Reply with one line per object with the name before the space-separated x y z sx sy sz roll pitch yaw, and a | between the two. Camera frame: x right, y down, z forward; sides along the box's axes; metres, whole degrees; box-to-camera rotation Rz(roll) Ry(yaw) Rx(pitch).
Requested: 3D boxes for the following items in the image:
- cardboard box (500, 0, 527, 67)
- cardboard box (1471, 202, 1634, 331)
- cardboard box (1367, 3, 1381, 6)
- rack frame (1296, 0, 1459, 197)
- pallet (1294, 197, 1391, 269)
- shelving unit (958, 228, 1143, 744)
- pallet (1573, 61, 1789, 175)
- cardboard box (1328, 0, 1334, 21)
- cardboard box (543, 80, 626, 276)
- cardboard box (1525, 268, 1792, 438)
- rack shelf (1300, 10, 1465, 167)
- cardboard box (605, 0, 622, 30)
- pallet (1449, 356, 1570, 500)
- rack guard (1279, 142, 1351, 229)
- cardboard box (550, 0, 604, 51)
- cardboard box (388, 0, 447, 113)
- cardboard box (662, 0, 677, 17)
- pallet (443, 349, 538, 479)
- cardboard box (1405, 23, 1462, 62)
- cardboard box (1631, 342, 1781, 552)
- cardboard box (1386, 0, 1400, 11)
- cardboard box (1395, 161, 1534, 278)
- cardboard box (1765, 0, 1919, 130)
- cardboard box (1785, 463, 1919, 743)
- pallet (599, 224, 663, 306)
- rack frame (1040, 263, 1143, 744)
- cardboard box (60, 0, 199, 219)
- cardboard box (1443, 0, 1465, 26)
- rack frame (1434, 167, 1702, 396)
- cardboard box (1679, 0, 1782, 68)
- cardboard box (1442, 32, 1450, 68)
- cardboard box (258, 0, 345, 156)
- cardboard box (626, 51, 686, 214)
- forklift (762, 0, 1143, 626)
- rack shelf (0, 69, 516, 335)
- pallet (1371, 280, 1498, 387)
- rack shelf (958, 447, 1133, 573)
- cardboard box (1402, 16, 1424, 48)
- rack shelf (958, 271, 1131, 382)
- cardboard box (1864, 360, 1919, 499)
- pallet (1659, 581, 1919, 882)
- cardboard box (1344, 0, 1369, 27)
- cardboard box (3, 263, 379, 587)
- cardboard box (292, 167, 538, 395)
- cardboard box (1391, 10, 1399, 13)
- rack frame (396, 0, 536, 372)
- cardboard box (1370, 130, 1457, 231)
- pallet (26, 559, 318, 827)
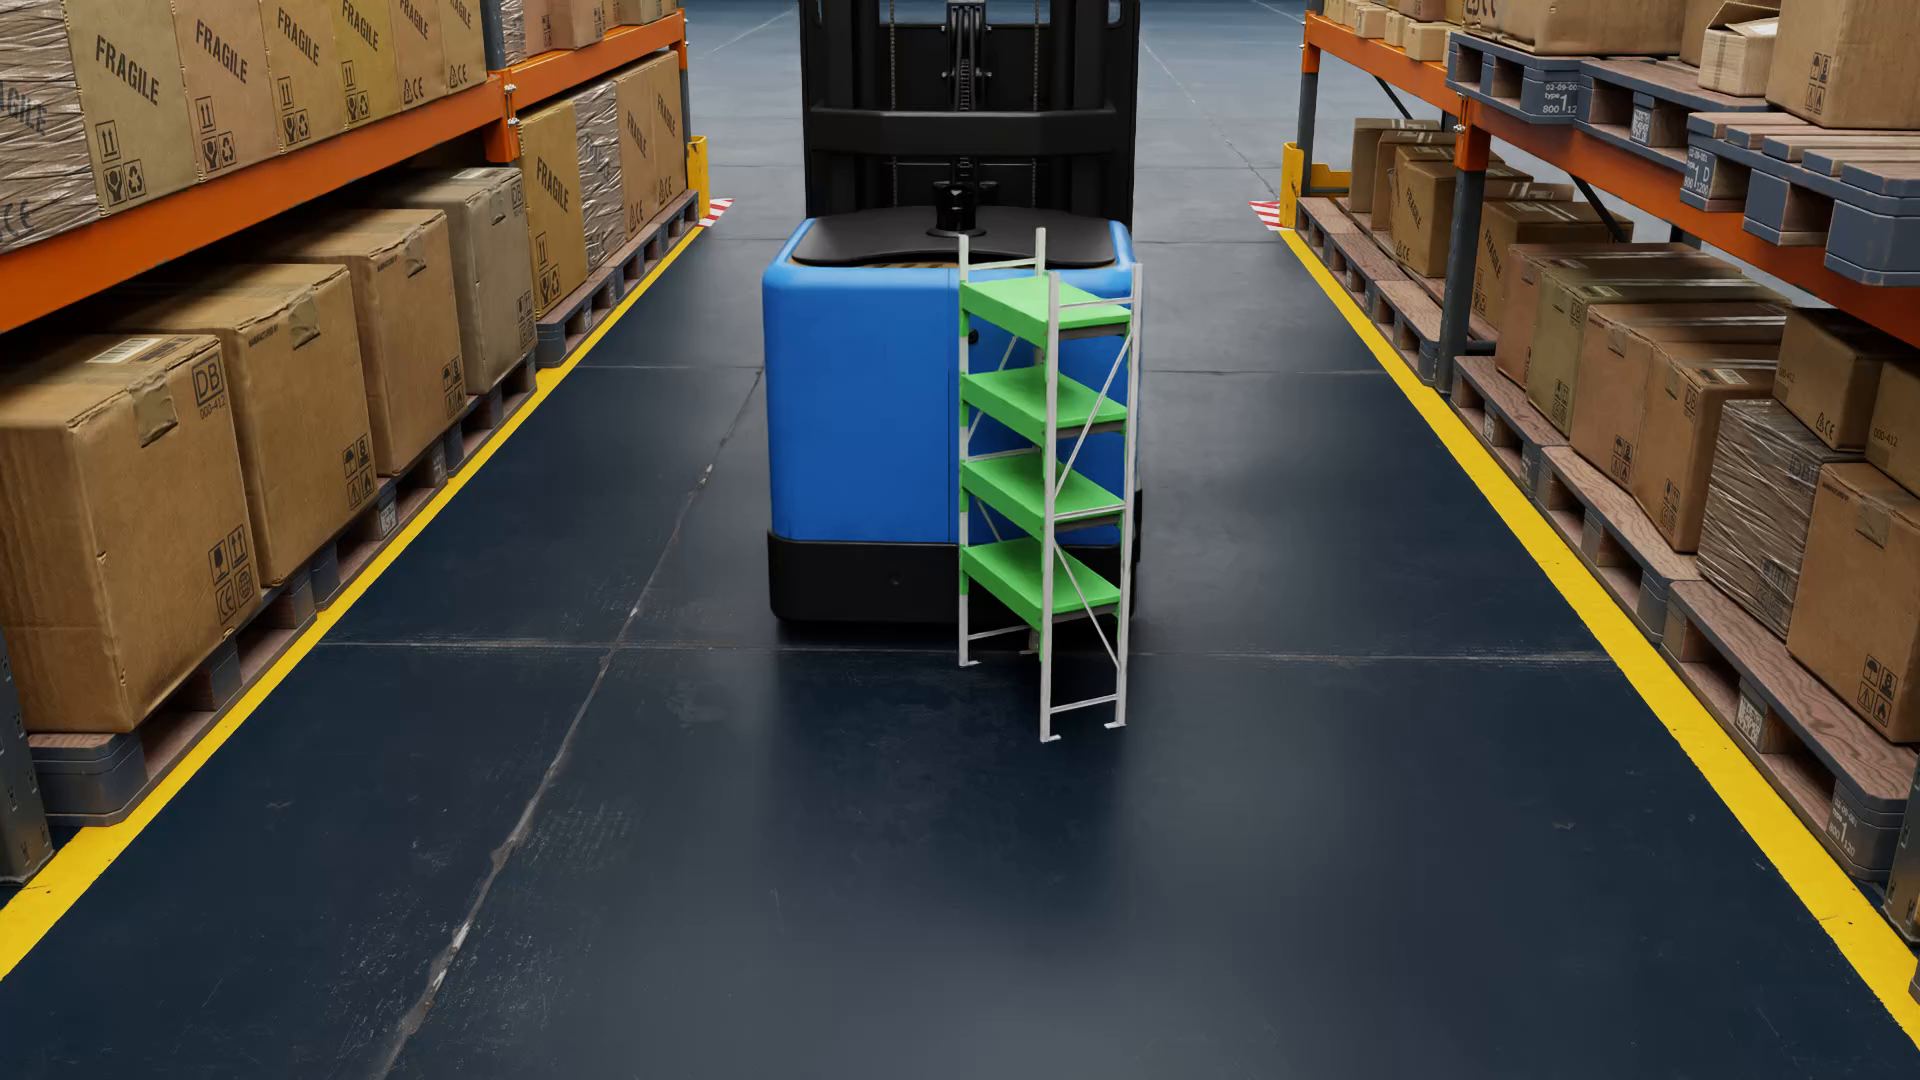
cardboard box | -2.398 -2.326 7.169 0.875 0.550 0.550 1 21 2
cardboard box | 2.610 -1.206 7.365 0.500 0.500 0.500 0 21 0
cardboard box | 2.401 -2.808 8.966 0.380 0.149 0.250 1 21 2
rack frame | 2.679 -3.477 10.344 1.000 3.000 0.127 1 21 2
pallet | 2.617 -1.856 10.022 1.003 0.211 1.213 1 21 2
shelving unit | 0.211 -0.146 4.245 0.258 1.200 0.503 -10 23 -23
pallet | 2.455 -1.212 4.770 1.003 0.211 1.213 1 21 2
cardboard box | 2.406 -3.170 9.898 0.380 0.149 0.250 1 21 2
cardboard box | -2.284 -1.880 8.584 0.875 0.875 0.875 1 21 2
cardboard box | 2.484 -0.677 5.974 0.700 0.500 0.500 1 21 1
rack shelf | 2.619 -2.419 8.611 1.077 0.370 4.000 1 21 2
cardboard box | -2.379 -3.103 9.173 0.875 0.550 0.550 1 21 2
pallet | 2.536 -0.450 6.396 1.003 0.211 1.213 1 21 2
rack guard | 2.677 -2.284 10.726 1.175 0.500 0.348 1 21 2
cardboard box | -2.269 -2.719 8.182 0.875 0.550 0.550 1 21 2
cardboard box | -2.161 -1.794 5.869 0.500 0.500 0.500 0 21 1
cardboard box | -2.241 -3.504 10.205 0.875 0.550 0.550 1 21 2
pallet | -2.345 -0.542 6.635 1.003 0.211 1.213 1 21 2
cardboard box | 2.251 -2.267 7.571 0.380 0.149 0.250 1 21 2
cardboard box | 2.451 -0.273 4.933 0.700 0.500 0.500 2 21 6
cardboard box | 2.655 -2.921 8.361 0.875 0.500 0.500 1 21 2
cardboard box | 2.560 -1.638 8.479 0.500 0.500 0.500 -1 21 -3
cardboard box | 2.330 -1.226 3.823 0.700 0.500 0.500 4 22 10
cardboard box | 2.437 0.133 3.887 0.700 0.500 0.500 0 21 -1
pallet | -2.261 -1.538 9.202 1.003 0.211 1.213 1 21 2
rack frame | 0.314 -0.065 4.039 0.240 1.200 0.015 -10 23 -23
cardboard box | -2.222 -1.066 3.991 0.500 0.500 0.500 0 21 1
cardboard box | 2.684 -2.559 7.427 0.875 0.500 0.500 1 21 2
rack frame | 2.558 -2.031 6.617 1.000 3.000 0.127 1 21 2
cardboard box | 2.597 -1.647 4.904 0.797 0.503 0.637 3 21 7
cardboard box | 2.288 -2.085 7.104 0.380 0.149 0.250 1 21 2
cardboard box | -2.189 -1.428 4.925 0.500 0.500 0.500 0 21 1
cardboard box | -2.230 -2.528 10.254 0.875 0.875 0.875 1 21 2
forklift | 0.043 -1.610 5.625 1.130 2.935 3.031 1 21 3
rack shelf | -2.458 -1.064 5.118 1.077 0.370 4.000 1 21 2
pallet | 2.543 -0.974 7.748 1.003 0.211 1.213 1 21 2
rack shelf | 0.211 -0.086 4.268 0.258 0.148 0.480 -10 23 -23
cardboard box | 2.358 -2.446 8.034 0.380 0.149 0.250 1 21 2
rack shelf | 0.211 -0.533 4.095 0.258 0.148 0.480 -10 23 -23
cardboard box | 2.427 -0.217 3.752 0.500 0.250 0.500 1 21 4
pallet | 2.461 0.433 4.122 1.003 0.211 1.213 1 21 2
cardboard box | 2.396 -2.989 9.432 0.380 0.149 0.250 1 21 2
cardboard box | -2.387 -0.358 4.835 1.050 0.750 0.750 1 21 2
cardboard box | -2.326 -1.044 6.602 1.050 0.750 0.750 1 21 1
cardboard box | 2.415 -2.627 8.499 0.380 0.149 0.250 1 21 2
rack frame | -2.397 -2.122 6.852 1.000 3.000 0.127 1 21 2
cardboard box | 2.660 -2.066 9.581 0.500 0.500 0.500 6 22 16
pallet | -2.419 0.340 4.361 1.003 0.211 1.213 1 21 2
